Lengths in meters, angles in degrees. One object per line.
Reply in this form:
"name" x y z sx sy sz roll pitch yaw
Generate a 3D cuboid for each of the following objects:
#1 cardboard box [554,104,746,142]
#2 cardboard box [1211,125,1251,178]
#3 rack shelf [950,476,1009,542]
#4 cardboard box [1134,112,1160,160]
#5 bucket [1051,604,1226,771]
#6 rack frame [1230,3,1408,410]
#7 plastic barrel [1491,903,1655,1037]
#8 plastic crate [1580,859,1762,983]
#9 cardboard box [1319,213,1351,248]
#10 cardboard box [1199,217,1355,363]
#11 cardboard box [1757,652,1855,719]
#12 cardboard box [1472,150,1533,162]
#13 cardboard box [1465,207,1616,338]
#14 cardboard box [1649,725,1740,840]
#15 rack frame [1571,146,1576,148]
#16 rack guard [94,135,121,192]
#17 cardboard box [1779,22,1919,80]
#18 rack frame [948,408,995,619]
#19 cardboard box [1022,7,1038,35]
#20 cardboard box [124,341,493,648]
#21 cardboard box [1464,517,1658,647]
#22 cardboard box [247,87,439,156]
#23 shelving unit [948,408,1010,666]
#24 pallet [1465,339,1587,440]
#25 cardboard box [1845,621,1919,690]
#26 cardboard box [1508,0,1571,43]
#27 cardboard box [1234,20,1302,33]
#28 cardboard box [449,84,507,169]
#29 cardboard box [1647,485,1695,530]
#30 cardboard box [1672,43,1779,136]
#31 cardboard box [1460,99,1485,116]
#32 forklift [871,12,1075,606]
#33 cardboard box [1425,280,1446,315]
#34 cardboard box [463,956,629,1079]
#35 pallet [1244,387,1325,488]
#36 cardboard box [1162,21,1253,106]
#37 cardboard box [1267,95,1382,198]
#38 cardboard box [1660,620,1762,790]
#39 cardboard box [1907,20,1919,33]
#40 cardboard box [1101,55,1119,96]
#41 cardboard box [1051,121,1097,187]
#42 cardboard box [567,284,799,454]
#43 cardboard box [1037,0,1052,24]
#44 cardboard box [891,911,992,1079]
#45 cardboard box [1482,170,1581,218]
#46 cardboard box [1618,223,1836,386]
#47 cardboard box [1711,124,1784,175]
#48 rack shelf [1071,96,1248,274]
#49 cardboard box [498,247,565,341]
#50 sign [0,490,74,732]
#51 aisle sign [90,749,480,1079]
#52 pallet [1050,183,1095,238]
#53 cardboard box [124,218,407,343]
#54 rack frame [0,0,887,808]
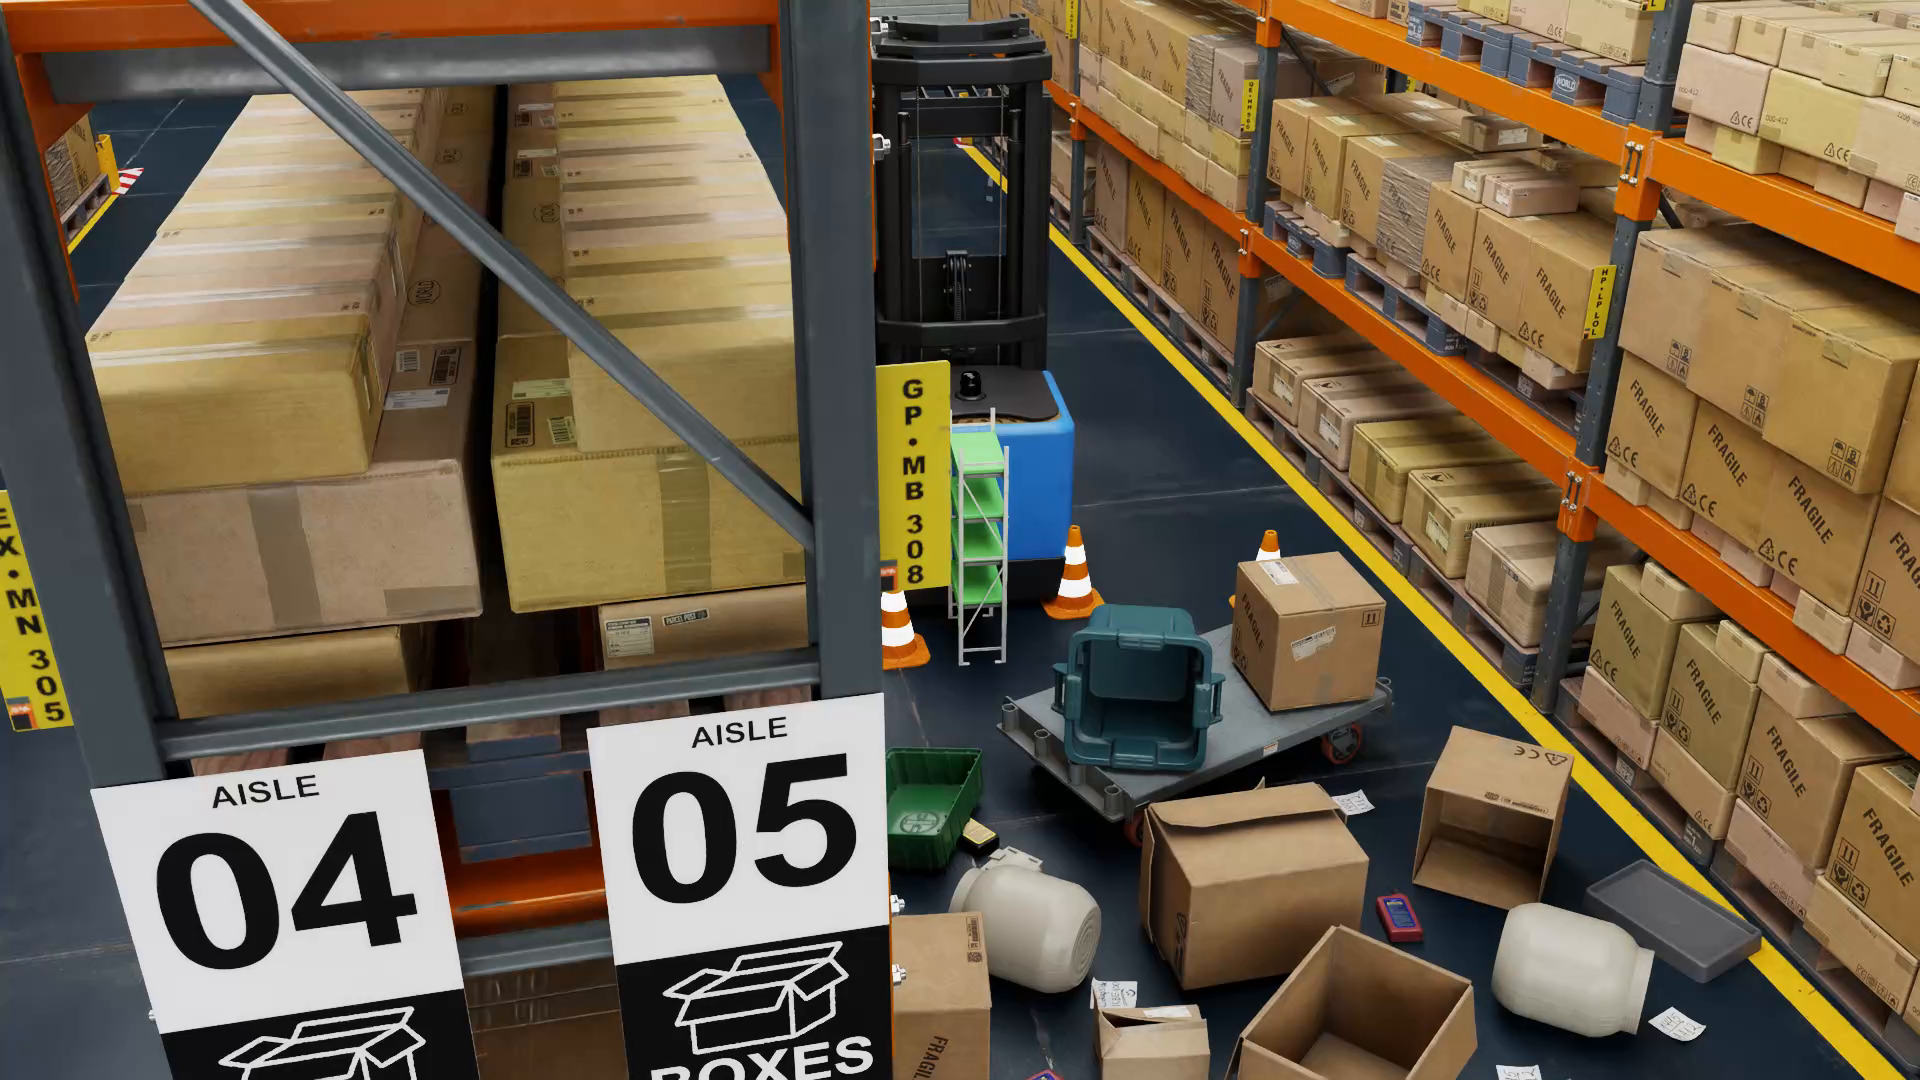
"cardboard box" -0.654 -0.813 3.519 0.380 0.149 0.250 -6 27 -12
"cardboard box" 2.036 -2.663 11.309 0.500 0.250 0.500 -6 27 -12
"rack shelf" 0.085 -0.171 8.367 0.258 0.148 0.480 -3 27 -6
"cardboard box" 1.655 -3.115 12.759 0.500 0.250 0.500 -6 27 -12
"bucket" 0.772 0.592 7.195 0.726 0.611 0.620 3 17 6
"rack frame" 2.393 -2.320 11.017 1.000 3.000 0.127 -6 27 -12
"plastic barrel" 2.255 1.589 6.132 0.512 0.421 0.421 13 30 24
"plastic crate" 2.849 1.512 6.666 0.402 0.080 0.583 -16 31 -29
"cardboard box" 2.375 -1.858 9.916 0.380 0.149 0.250 -6 27 -11
"cardboard box" 2.318 -1.871 12.019 0.875 0.875 0.875 -6 27 -12
"cardboard box" 3.315 0.543 6.380 0.380 0.149 0.250 -4 27 -9
"cardboard box" 3.131 -1.826 9.132 0.500 0.500 0.500 -7 28 -14
"cardboard box" 2.854 -1.326 8.141 0.500 0.500 0.500 -6 27 -11
"cardboard box" 3.296 0.996 7.034 0.500 0.250 0.500 -4 27 -9
"rack frame" 6.327 -4.582 15.498 1.000 3.000 0.127 -6 27 -12
"rack guard" -9.070 -3.720 16.566 1.175 0.500 0.348 -6 27 -12
"cardboard box" 3.185 -1.747 5.948 0.380 0.149 0.250 -7 28 -13
"rack frame" 0.057 -0.123 8.663 0.240 1.200 0.015 -3 27 -6
"cardboard box" 0.889 -4.743 15.707 0.500 0.500 0.500 -6 27 -12
"cardboard box" -0.986 -0.084 2.519 0.500 0.250 0.500 -6 27 -11
"cardboard box" 3.174 0.192 8.491 0.950 0.372 0.625 -6 27 -11
"cardboard box" -1.412 -0.970 3.830 0.380 0.149 0.250 -6 27 -12
"shelving unit" 0.085 -0.014 8.446 0.258 1.200 0.503 -3 27 -6
"pallet" 3.264 -0.829 8.276 1.003 0.211 1.213 -6 27 -12
"cardboard box" 3.416 0.389 5.928 0.380 0.149 0.250 -6 27 -12
"cardboard box" 2.913 -2.488 7.722 0.500 0.250 0.500 -6 27 -11
"cardboard box" 2.297 -3.498 12.130 0.500 0.500 0.500 -5 27 -10
"cardboard box" -1.553 -1.189 4.708 0.500 0.250 0.500 -6 27 -12
"cardboard box" 3.161 -0.175 7.047 0.380 0.149 0.250 -5 27 -10
"cardboard box" 3.127 -1.748 6.391 0.500 0.250 0.500 -7 28 -13
"cardboard box" 5.647 -4.510 17.664 0.500 0.500 0.500 -5 27 -11
"forklift" -0.071 -1.588 9.643 1.130 2.935 3.031 -3 27 -6
"cardboard box" 2.694 -1.286 8.782 0.380 0.149 0.250 -6 27 -12
"cardboard box" -0.650 1.023 3.029 0.875 0.550 0.550 -6 27 -12
"pallet" 2.568 -0.732 10.966 1.003 0.211 1.213 -6 27 -12
"cardboard box" 1.793 -3.454 12.044 0.500 0.500 0.500 -6 27 -12
"cardboard box" 2.269 -2.464 10.395 0.500 0.500 0.500 -7 28 -13
"cardboard box" 3.297 0.662 6.863 0.500 0.500 0.500 -5 27 -10
"cardboard box" 3.683 -1.800 6.052 0.380 0.149 0.250 -5 27 -10
"cardboard box" 1.461 -3.784 13.530 0.500 0.250 0.500 -6 27 -11
"cardboard box" 1.252 -3.799 16.325 0.875 0.438 0.875 -7 28 -13
"cardboard box" -0.369 -0.255 2.414 0.380 0.149 0.250 -6 27 -11
"cardboard box" 1.010 -4.970 15.046 0.500 0.500 0.500 -6 27 -12
"cardboard box" -0.156 1.675 5.873 0.500 0.500 0.500 -1 27 -3
"cardboard box" 2.802 -1.699 8.161 0.380 0.149 0.250 -7 28 -13
"cardboard box" 3.182 -0.973 6.797 0.700 0.500 0.500 -6 27 -12
"cardboard box" 3.128 -1.508 6.359 0.380 0.149 0.250 -6 27 -12
"rack shelf" 1.942 -2.877 12.919 1.077 0.370 4.000 -6 27 -12
"cardboard box" -0.578 -0.359 3.062 0.500 0.250 0.500 -6 27 -12
"sign" -1.136 0.089 2.021 0.100 0.325 0.005 -6 27 -12
"aisle sign" -0.880 0.640 2.268 0.394 0.787 0.004 -6 27 -12
"pallet" 1.397 -3.173 15.802 1.003 0.211 1.213 -6 27 -12
"cardboard box" -1.123 -0.412 2.724 0.380 0.149 0.250 -5 27 -11
"rack frame" -0.604 -0.939 1.624 1.000 3.000 0.127 -6 27 -12
